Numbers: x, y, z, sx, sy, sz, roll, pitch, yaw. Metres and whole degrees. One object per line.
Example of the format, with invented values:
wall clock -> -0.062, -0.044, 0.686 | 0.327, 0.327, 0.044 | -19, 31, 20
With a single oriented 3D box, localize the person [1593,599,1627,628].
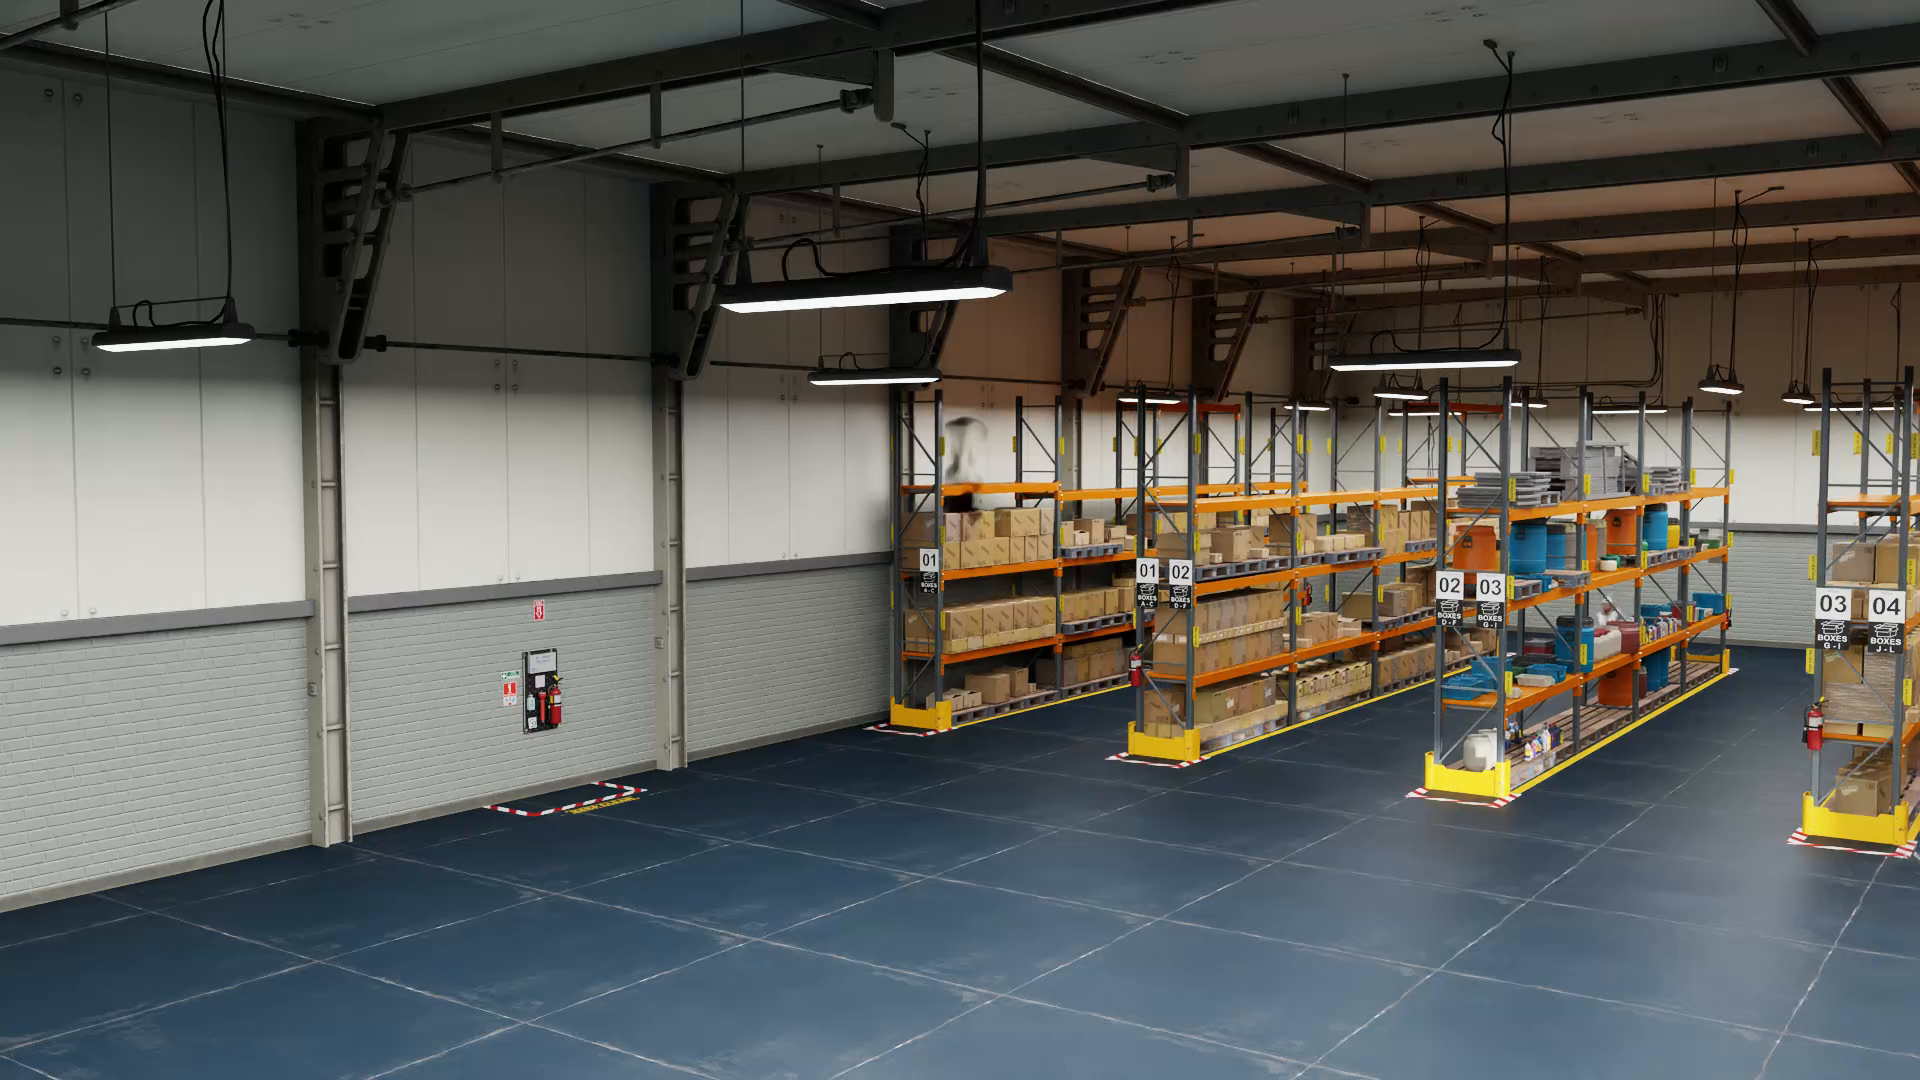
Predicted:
person -> 13.932, 2.117, 35.731 | 0.676, 1.727, 0.764 | 2, 4, 36
